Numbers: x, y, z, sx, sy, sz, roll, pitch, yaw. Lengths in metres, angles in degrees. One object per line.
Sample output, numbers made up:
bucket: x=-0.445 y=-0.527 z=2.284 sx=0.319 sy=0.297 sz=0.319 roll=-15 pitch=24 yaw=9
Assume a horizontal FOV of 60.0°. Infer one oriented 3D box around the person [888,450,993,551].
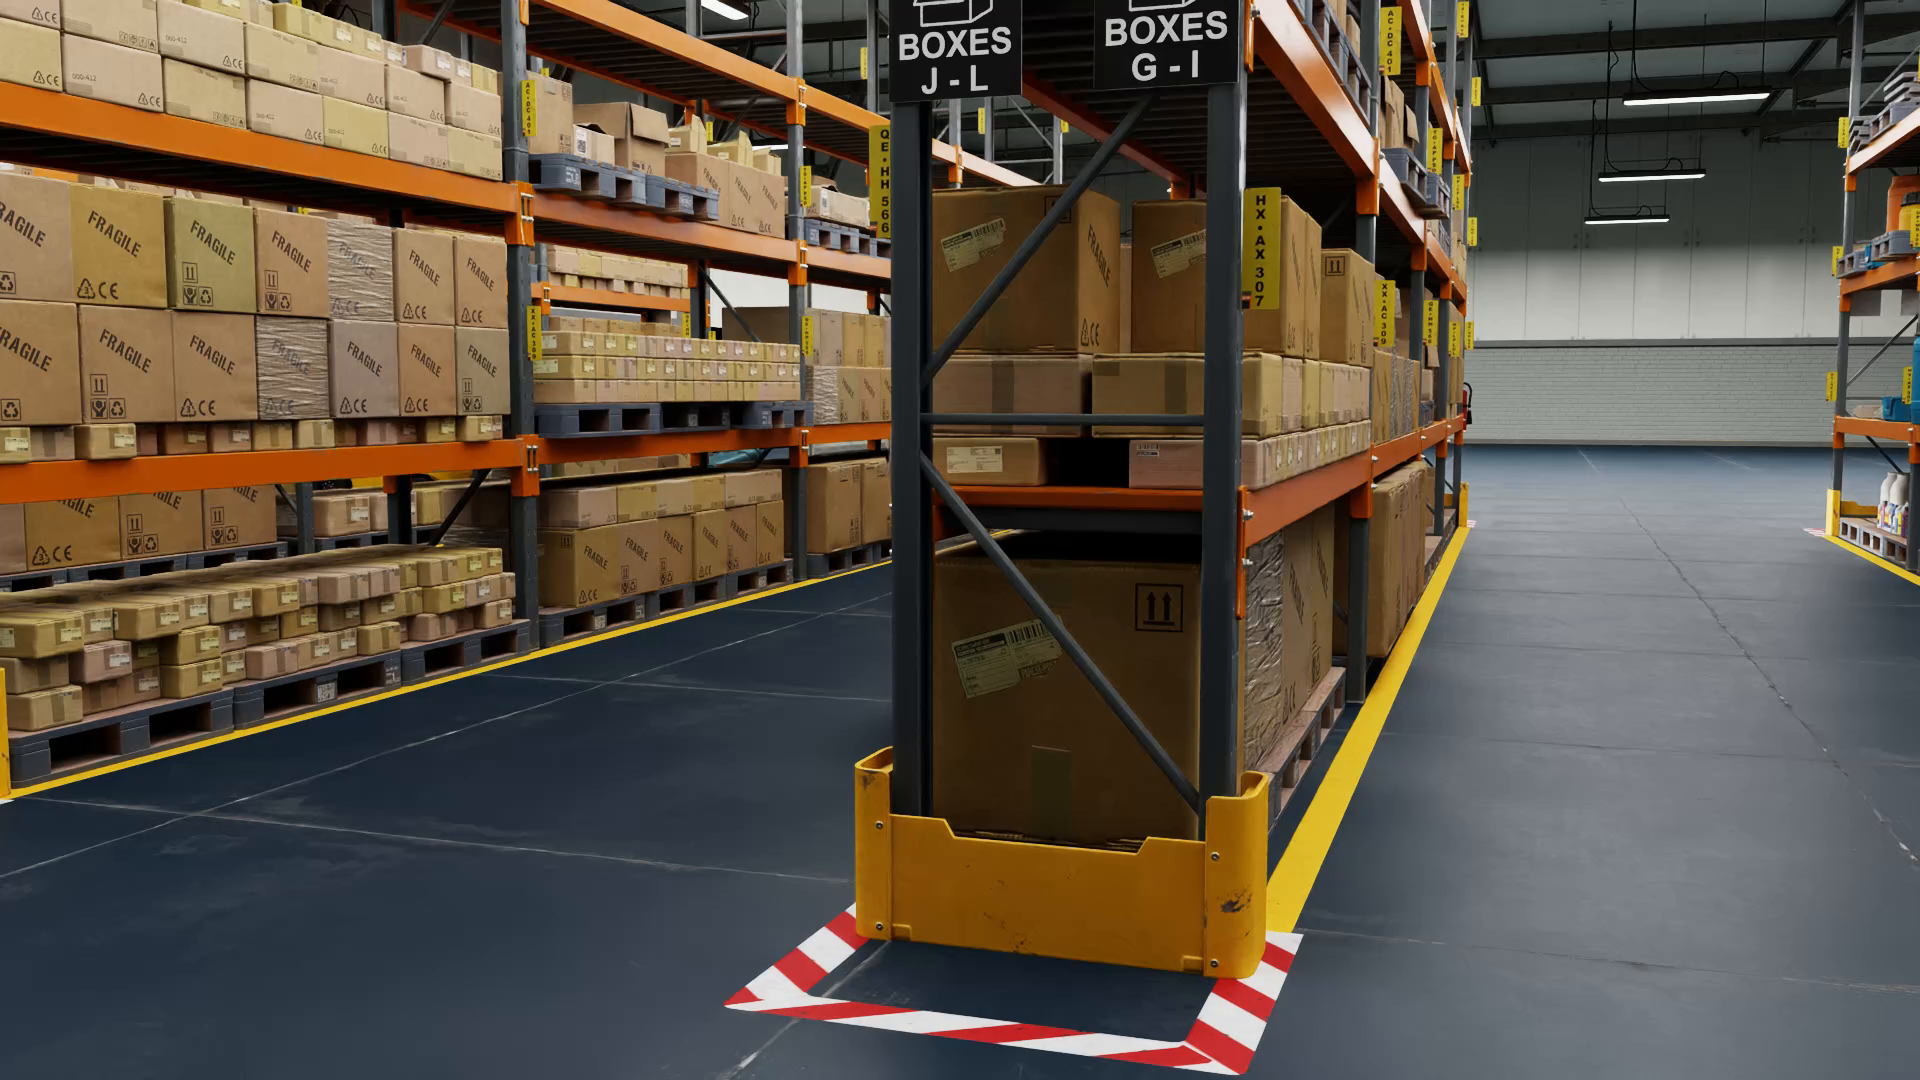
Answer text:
person: x=-0.095 y=-0.003 z=8.531 sx=0.560 sy=1.666 sz=0.558 roll=2 pitch=5 yaw=20
